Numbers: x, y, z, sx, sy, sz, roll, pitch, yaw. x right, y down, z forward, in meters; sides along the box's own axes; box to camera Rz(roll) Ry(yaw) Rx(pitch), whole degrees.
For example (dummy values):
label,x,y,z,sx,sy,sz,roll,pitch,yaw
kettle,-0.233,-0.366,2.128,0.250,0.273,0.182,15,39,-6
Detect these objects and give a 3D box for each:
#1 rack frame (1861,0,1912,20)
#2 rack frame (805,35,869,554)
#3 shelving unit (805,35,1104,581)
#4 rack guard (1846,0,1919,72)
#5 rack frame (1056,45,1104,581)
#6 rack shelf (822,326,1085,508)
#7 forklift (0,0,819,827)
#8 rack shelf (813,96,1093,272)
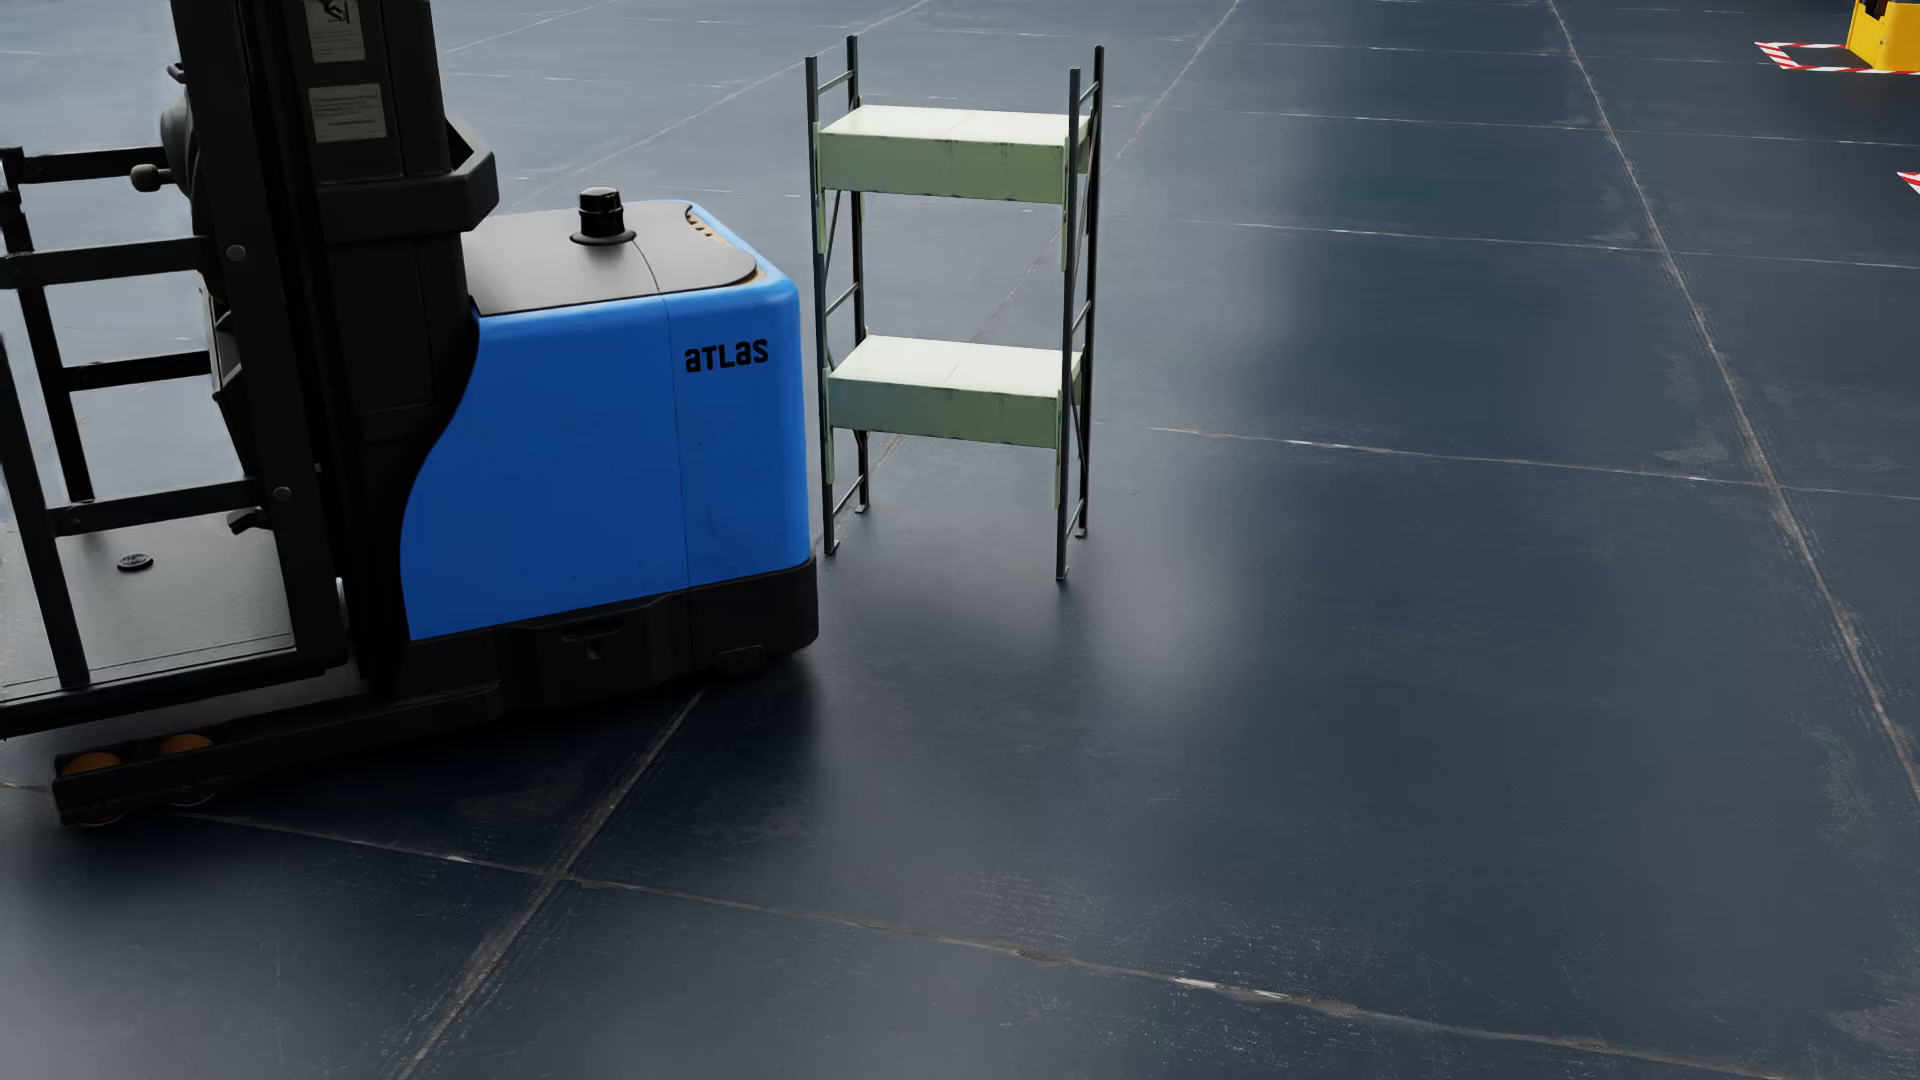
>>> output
label,x,y,z,sx,sy,sz,roll,pitch,yaw
rack frame,7.349,-5.230,12.745,0.127,3.000,1.000,6,26,13
rack frame,-0.361,-0.717,5.011,0.023,1.500,0.400,6,26,13
shelving unit,-0.006,-0.678,4.929,0.755,1.500,0.431,6,26,13
rack guard,7.423,-4.093,13.265,0.348,0.500,1.175,6,26,13
rack frame,0.348,-0.639,4.847,0.023,1.500,0.400,6,26,13
rack shelf,-0.006,-0.384,5.069,0.720,0.370,0.431,6,26,13
forklift,-1.948,-0.918,3.769,3.031,2.935,1.130,-11,28,-22
rack shelf,-0.006,-1.030,4.761,0.720,0.370,0.431,6,26,13
